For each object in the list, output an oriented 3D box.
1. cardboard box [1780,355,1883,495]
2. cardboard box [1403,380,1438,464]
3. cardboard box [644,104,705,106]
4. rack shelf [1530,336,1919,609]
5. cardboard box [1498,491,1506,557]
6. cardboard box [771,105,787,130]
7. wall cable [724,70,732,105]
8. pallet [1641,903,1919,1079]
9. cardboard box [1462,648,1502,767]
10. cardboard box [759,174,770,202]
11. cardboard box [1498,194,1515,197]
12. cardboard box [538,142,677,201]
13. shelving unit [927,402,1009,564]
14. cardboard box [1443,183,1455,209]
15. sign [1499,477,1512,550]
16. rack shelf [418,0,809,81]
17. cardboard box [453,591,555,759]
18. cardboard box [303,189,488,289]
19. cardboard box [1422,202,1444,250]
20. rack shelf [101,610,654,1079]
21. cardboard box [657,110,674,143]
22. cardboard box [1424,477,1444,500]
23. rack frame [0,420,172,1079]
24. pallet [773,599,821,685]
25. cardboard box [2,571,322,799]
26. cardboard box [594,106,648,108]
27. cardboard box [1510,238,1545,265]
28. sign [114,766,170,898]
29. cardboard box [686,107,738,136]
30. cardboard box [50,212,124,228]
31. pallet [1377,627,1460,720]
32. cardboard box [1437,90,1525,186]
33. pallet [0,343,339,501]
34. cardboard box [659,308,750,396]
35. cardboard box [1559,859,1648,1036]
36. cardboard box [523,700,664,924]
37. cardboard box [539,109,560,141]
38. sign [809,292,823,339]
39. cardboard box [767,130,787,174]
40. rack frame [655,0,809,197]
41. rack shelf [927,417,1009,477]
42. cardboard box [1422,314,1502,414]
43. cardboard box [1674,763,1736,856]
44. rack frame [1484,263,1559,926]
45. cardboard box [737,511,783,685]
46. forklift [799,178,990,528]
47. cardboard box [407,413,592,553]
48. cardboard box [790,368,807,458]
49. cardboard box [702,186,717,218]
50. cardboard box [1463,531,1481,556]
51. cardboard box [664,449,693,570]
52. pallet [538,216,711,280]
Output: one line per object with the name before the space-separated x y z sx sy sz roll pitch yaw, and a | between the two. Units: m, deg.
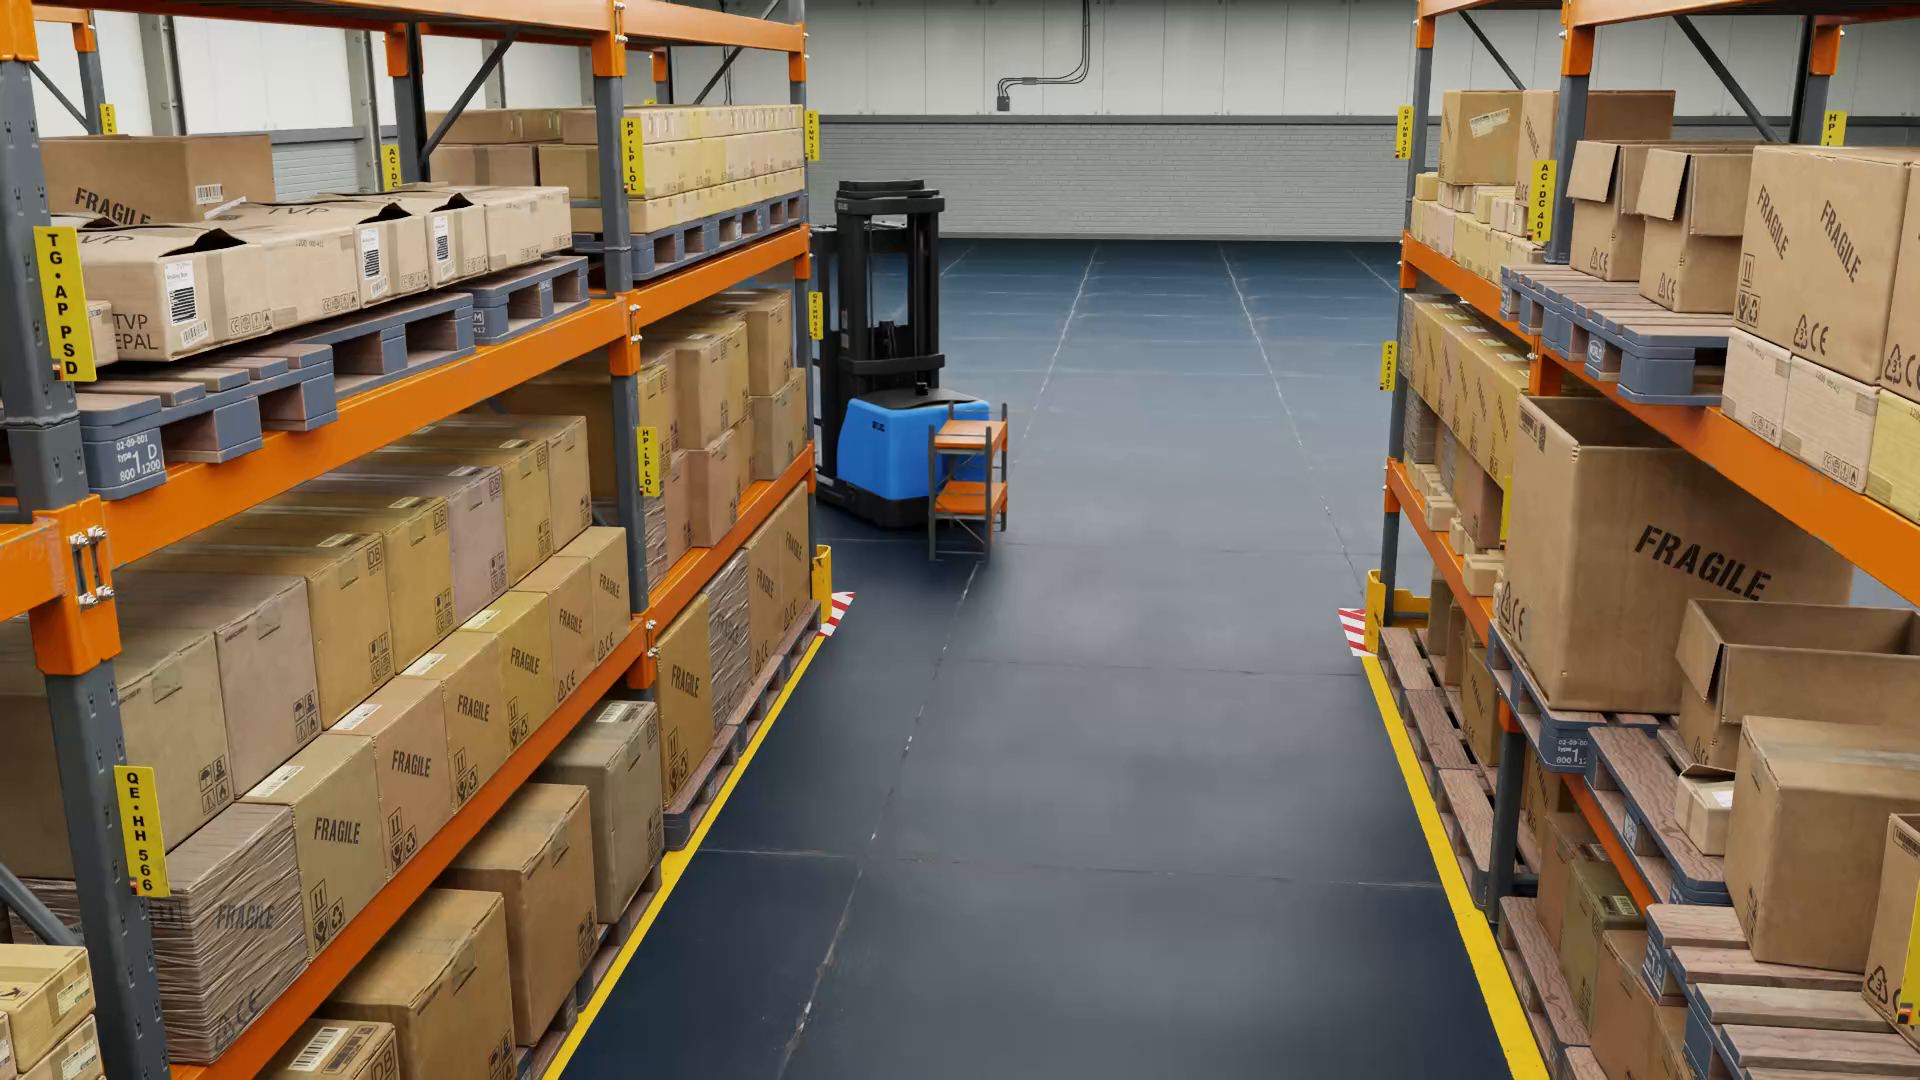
cardboard box | 2.334 -0.279 3.990 0.500 0.250 0.500 2 15 6
cardboard box | 3.294 -0.769 10.499 0.875 0.500 0.500 2 15 6
cardboard box | -1.887 -2.777 10.896 0.380 0.149 0.250 2 15 7
rack shelf | 2.707 -0.264 5.022 1.077 0.370 4.000 2 15 6
cardboard box | 3.136 -0.117 8.087 0.875 0.500 0.500 2 15 6
cardboard box | -1.293 -2.626 10.336 0.380 0.149 0.250 2 15 7
wall cable | -7.338 -10.905 43.201 3.097 2.526 0.112 2 15 6
pallet | 2.456 1.260 4.122 1.213 0.211 1.003 2 15 6
cardboard box | 3.066 0.908 9.043 0.500 0.500 0.500 0 15 1
cardboard box | -1.349 -2.109 9.953 0.380 0.149 0.250 1 15 5
cardboard box | 2.853 -1.614 8.161 0.380 0.149 0.250 2 15 8
cardboard box | -1.651 -1.743 7.835 0.500 0.250 0.500 2 15 7
shelving unit | 0.077 -0.495 13.839 0.538 1.125 1.048 2 15 8
cardboard box | 2.958 -1.958 9.432 0.380 0.149 0.250 2 15 6
sign | 2.392 -0.114 7.177 0.100 0.325 0.005 2 15 6
rack shelf | -1.759 -2.728 9.157 1.077 0.370 4.000 2 15 6
cardboard box | -1.892 0.503 6.364 0.500 0.500 0.500 2 15 7
cardboard box | -1.964 -1.049 5.723 0.500 0.311 0.500 1 15 4
cardboard box | 3.020 -1.843 9.774 0.500 0.250 0.500 1 15 5
rack shelf | -2.210 1.012 6.051 1.077 0.370 4.000 2 15 6
cardboard box | -1.578 -1.967 7.902 0.380 0.149 0.250 2 15 6
cardboard box | 2.981 -0.272 9.904 0.380 0.149 0.250 2 15 6
rack frame | -2.436 1.183 4.039 1.000 3.000 0.127 2 15 6
pallet | -1.546 0.664 11.301 1.003 0.211 1.213 2 15 6
cardboard box | -2.320 0.405 4.810 0.700 0.500 0.500 1 15 5
cardboard box | -2.032 -2.447 9.677 0.380 0.149 0.250 2 15 6
cardboard box | 2.724 -1.183 7.332 0.500 0.250 0.500 2 15 8
sign | -1.896 0.676 3.848 0.100 0.325 0.005 2 15 6
cardboard box | -1.434 -2.296 9.116 0.380 0.149 0.250 2 15 6
cardboard box | -2.616 -0.752 4.626 0.500 0.311 0.500 2 15 6
pallet | 3.248 0.856 10.591 1.003 0.211 1.213 2 15 6
cardboard box | 2.948 -2.223 9.172 0.500 0.500 0.500 2 15 6
pallet | -2.416 -0.342 4.295 1.213 0.211 1.003 2 15 9
cardboard box | -1.782 -1.103 10.140 0.875 0.550 0.550 2 15 6
cardboard box | 2.769 1.594 6.465 0.700 0.500 0.500 2 15 6
cardboard box | -1.965 1.193 7.509 1.050 0.750 0.750 2 15 6
cardboard box | -2.202 -2.052 8.214 0.380 0.149 0.250 2 15 6
sign | -0.996 -1.545 11.458 0.100 0.325 0.005 2 15 6
cardboard box | -1.368 -2.397 10.254 0.500 0.250 0.500 2 15 6
rack frame | -1.533 -3.787 10.929 1.000 3.000 0.127 2 15 6
rack shelf | 0.077 -0.778 13.763 0.538 0.278 1.000 2 15 8
cardboard box | 2.932 -1.000 9.436 0.500 0.500 0.500 2 15 6
cardboard box | 2.401 0.777 4.993 0.396 0.266 0.258 1 15 5
rack frame | 2.932 0.318 7.238 1.000 3.000 0.127 2 15 6
cardboard box | -1.641 0.338 10.433 0.875 0.875 0.875 1 15 5
forklift | -0.901 -1.856 15.410 1.130 2.935 3.031 -9 17 -29
cardboard box | -2.035 -0.256 7.255 0.700 0.500 0.500 1 15 5
cardboard box | -1.530 -0.866 11.332 0.875 0.550 0.550 2 15 6
cardboard box | -1.493 -1.780 8.737 0.380 0.149 0.250 1 15 5
cardboard box | 2.855 0.052 8.703 0.380 0.149 0.250 2 15 6
cardboard box | -1.915 -0.166 8.741 0.875 0.550 0.550 2 15 6
pallet | -1.882 -1.471 8.279 1.003 0.211 1.213 2 15 6
